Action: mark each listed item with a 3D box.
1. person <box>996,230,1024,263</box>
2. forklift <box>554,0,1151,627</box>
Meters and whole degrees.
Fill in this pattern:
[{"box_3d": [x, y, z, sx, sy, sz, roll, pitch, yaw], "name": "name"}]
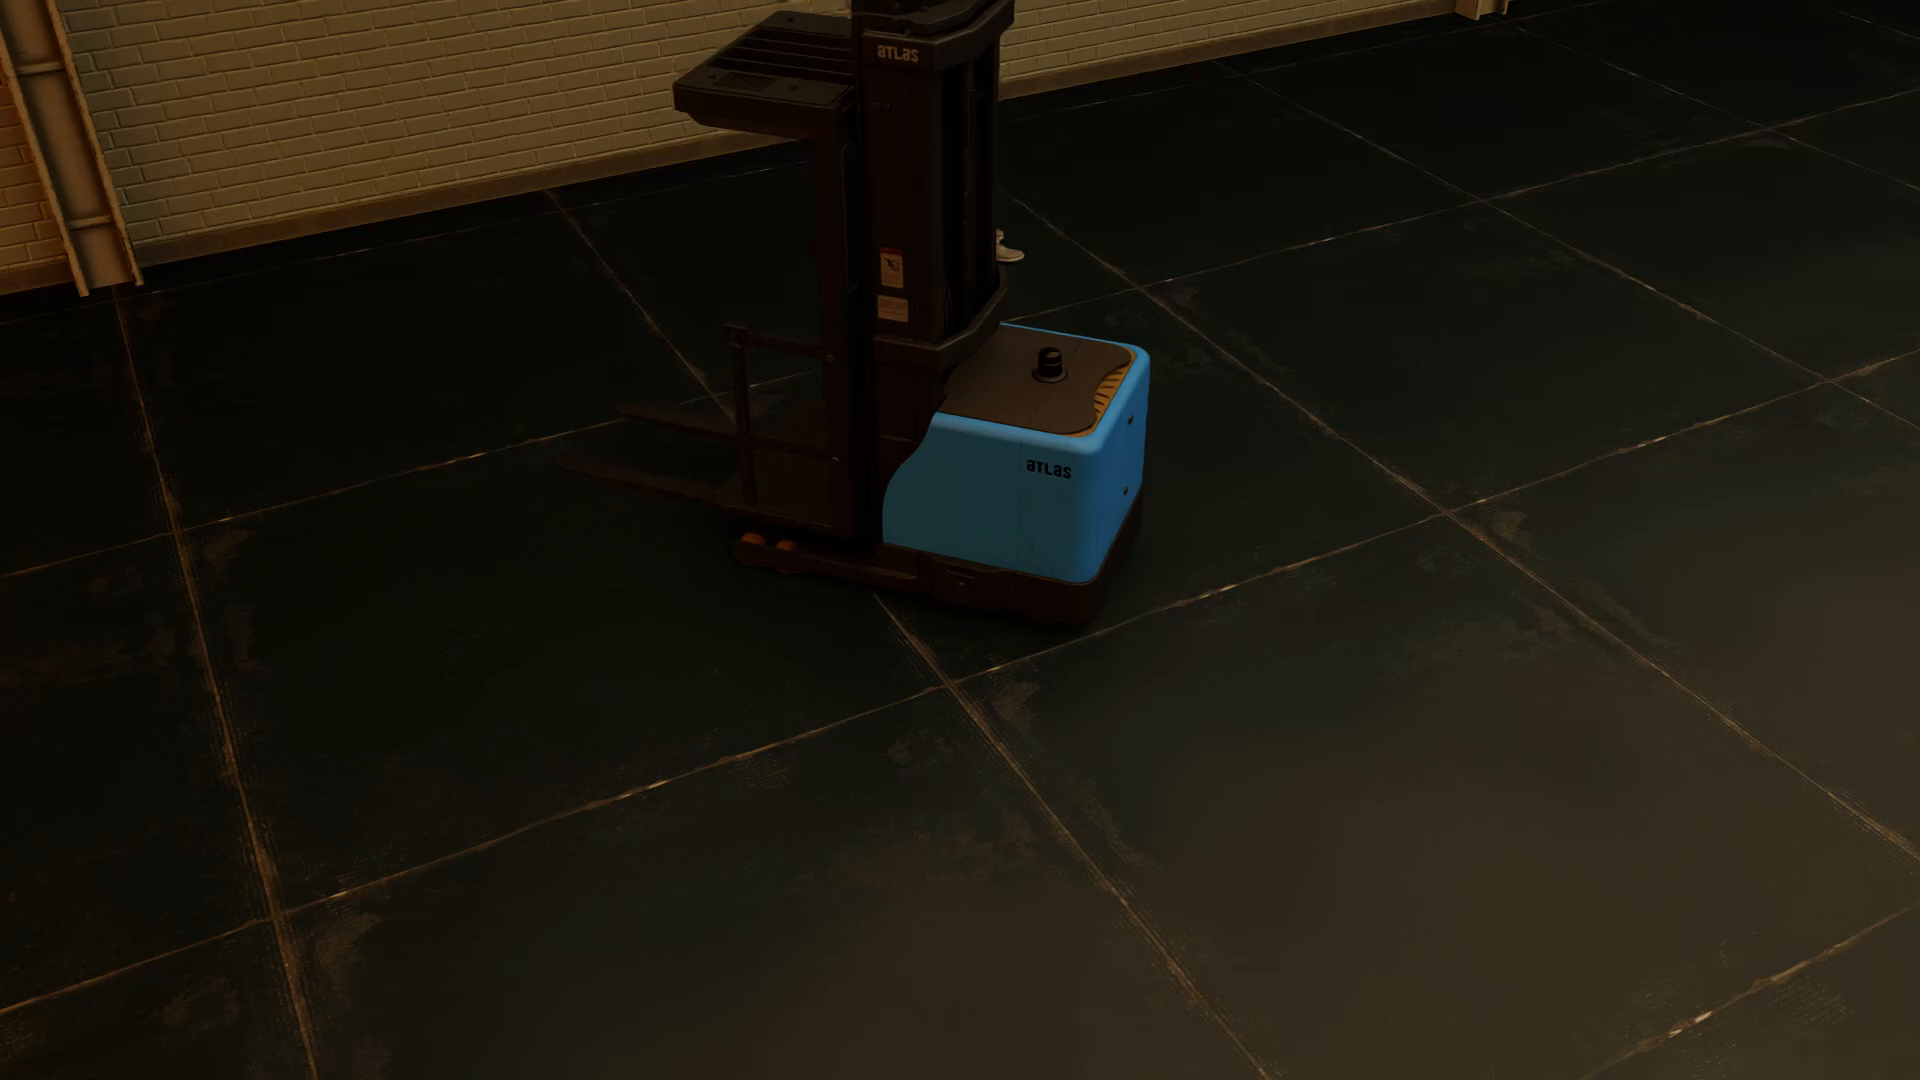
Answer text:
[{"box_3d": [0.151, -2.764, 11.063, 0.553, 1.727, 0.638, -2, 35, -2], "name": "person"}, {"box_3d": [-0.626, -1.299, 7.960, 3.031, 2.935, 1.130, 12, 37, 16], "name": "forklift"}]
